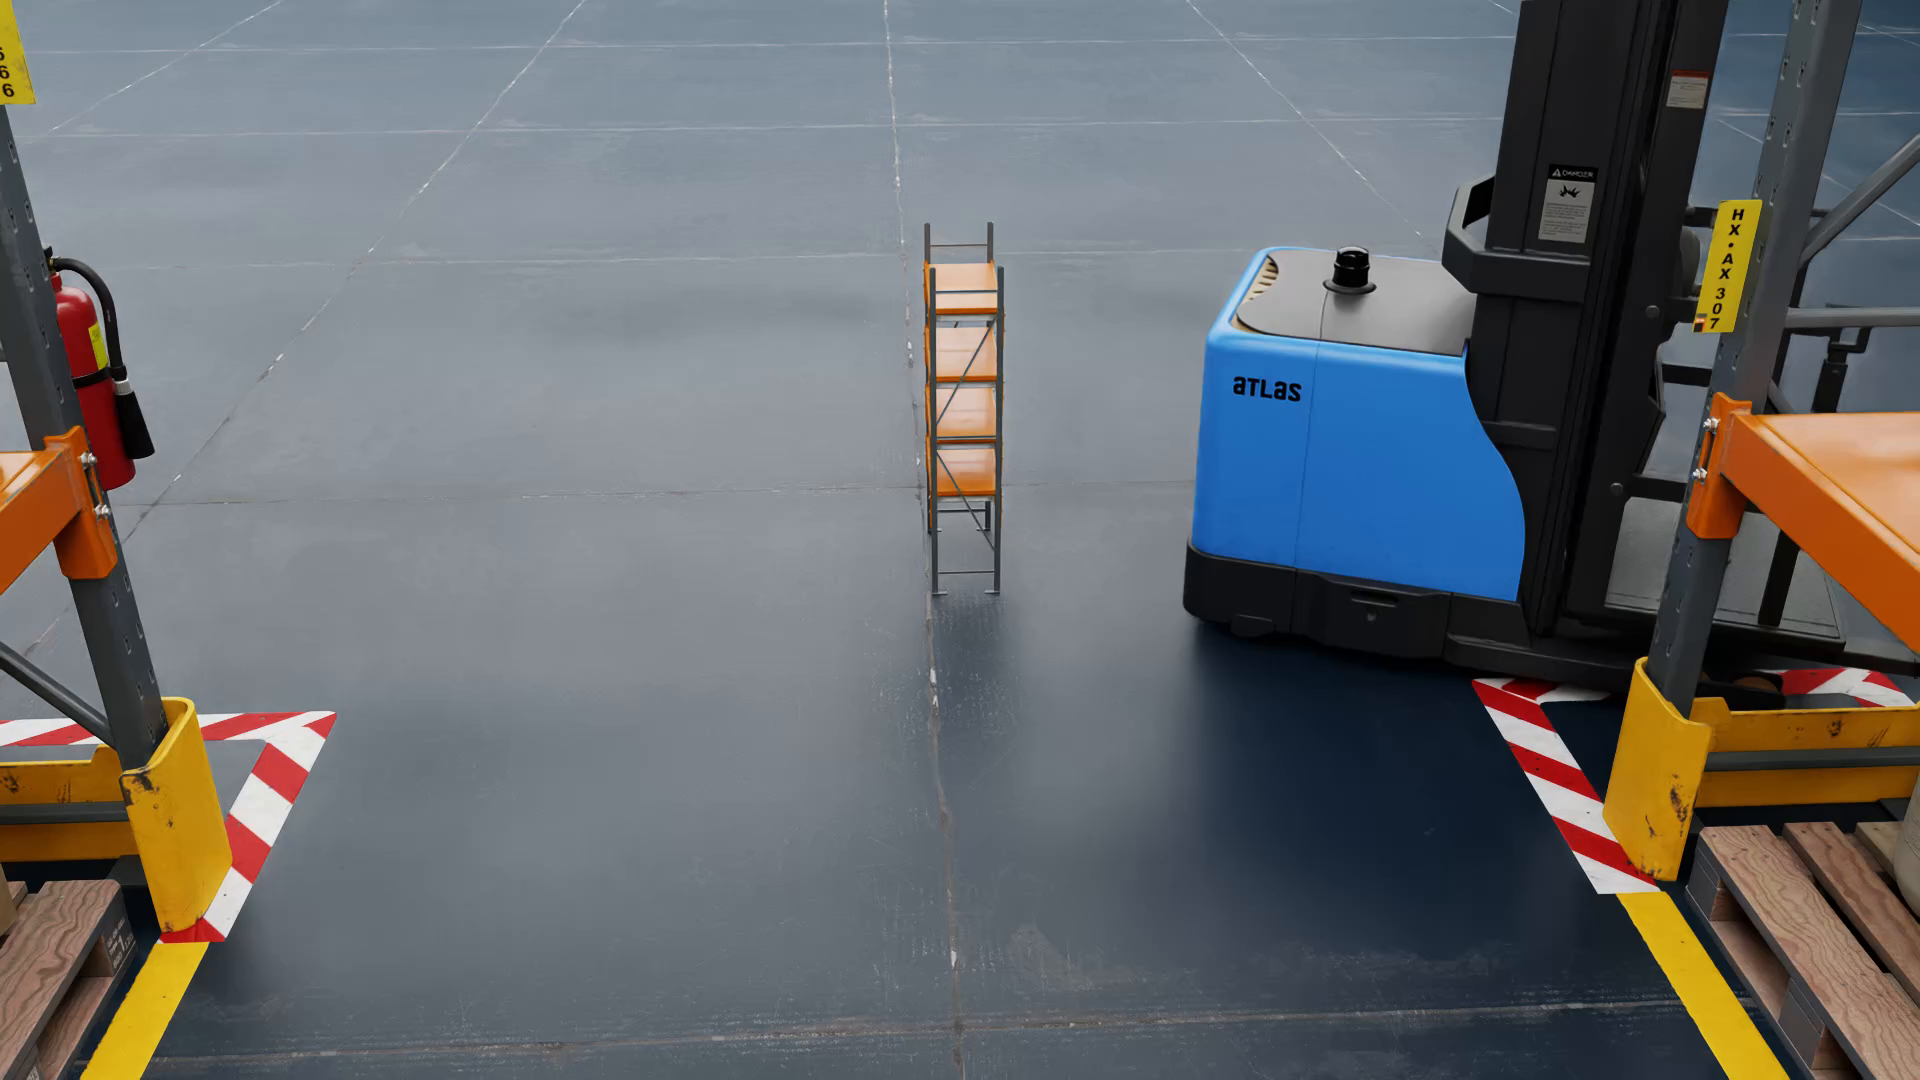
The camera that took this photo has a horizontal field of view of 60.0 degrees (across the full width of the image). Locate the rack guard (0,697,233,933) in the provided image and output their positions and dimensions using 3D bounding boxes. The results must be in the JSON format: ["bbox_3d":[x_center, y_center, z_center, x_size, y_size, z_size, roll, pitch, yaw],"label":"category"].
[{"bbox_3d":[-2.572,0.727,4.315,1.175,0.500,0.348,-1,28,-3],"label":"rack guard"}]

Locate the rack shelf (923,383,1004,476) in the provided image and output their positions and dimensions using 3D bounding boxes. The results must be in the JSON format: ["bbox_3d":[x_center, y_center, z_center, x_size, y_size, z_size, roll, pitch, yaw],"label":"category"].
[{"bbox_3d":[0.009,-0.396,5.857,0.258,0.148,0.480,-1,28,-3],"label":"rack shelf"}]

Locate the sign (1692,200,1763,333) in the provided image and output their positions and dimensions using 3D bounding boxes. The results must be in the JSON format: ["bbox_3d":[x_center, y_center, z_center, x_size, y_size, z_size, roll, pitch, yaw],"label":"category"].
[{"bbox_3d":[1.821,-0.647,3.948,0.100,0.325,0.005,-1,28,-3],"label":"sign"}]

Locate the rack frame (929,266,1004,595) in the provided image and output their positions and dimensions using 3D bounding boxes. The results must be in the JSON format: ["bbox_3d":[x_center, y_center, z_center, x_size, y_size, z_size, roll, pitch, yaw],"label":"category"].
[{"bbox_3d":[0.021,-0.343,5.610,0.240,1.200,0.015,-1,28,-3],"label":"rack frame"}]

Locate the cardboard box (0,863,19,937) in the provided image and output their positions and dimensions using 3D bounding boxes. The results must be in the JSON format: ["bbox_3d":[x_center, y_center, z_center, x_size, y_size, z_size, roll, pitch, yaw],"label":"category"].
[{"bbox_3d":[-2.560,0.795,3.732,0.500,0.500,0.500,4,28,7],"label":"cardboard box"}]

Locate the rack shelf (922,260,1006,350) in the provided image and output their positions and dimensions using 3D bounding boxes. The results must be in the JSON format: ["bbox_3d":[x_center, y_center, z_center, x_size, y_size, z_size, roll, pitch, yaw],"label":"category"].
[{"bbox_3d":[0.009,-0.804,5.644,0.258,0.148,0.480,-1,28,-3],"label":"rack shelf"}]

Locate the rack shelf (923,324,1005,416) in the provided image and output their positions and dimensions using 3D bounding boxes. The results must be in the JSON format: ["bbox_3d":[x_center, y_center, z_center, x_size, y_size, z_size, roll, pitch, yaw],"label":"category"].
[{"bbox_3d":[0.009,-0.594,5.754,0.258,0.148,0.480,-1,28,-3],"label":"rack shelf"}]

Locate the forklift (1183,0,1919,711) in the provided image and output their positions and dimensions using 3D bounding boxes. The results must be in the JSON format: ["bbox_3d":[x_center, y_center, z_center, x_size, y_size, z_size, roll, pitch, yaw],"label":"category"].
[{"bbox_3d":[2.334,-0.986,4.970,3.031,2.935,1.130,9,29,17],"label":"forklift"}]

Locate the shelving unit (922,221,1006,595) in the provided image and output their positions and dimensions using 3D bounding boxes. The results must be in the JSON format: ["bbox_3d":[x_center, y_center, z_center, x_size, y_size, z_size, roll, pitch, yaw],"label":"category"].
[{"bbox_3d":[0.009,-0.456,5.826,0.258,1.200,0.503,-1,28,-3],"label":"shelving unit"}]

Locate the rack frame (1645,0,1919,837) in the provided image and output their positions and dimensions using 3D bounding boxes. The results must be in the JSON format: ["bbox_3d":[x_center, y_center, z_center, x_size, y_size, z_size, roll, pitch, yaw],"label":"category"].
[{"bbox_3d":[2.370,-0.536,4.034,1.000,3.000,0.127,-1,28,-3],"label":"rack frame"}]

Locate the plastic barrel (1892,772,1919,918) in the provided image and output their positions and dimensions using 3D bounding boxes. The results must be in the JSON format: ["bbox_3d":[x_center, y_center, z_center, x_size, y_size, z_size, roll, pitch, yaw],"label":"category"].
[{"bbox_3d":[2.481,0.683,3.933,0.421,0.512,0.421,0,28,0],"label":"plastic barrel"}]

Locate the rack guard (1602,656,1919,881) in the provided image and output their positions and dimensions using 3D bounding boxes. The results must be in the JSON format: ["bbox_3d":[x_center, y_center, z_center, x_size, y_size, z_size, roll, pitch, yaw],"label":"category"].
[{"bbox_3d":[2.421,0.607,4.547,1.175,0.500,0.348,-1,28,-3],"label":"rack guard"}]

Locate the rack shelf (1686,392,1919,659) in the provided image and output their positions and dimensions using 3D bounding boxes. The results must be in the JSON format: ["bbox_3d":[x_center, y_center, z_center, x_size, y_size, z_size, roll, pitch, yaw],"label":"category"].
[{"bbox_3d":[2.475,0.707,2.429,1.077,0.370,4.000,-1,28,-3],"label":"rack shelf"}]

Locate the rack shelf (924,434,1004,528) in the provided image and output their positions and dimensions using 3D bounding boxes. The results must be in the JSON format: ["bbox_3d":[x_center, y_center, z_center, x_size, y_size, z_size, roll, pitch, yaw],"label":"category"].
[{"bbox_3d":[0.009,-0.220,5.949,0.258,0.148,0.480,-1,28,-3],"label":"rack shelf"}]

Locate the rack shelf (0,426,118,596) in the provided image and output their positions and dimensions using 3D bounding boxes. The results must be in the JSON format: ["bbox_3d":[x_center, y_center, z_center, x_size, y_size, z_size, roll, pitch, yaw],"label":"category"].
[{"bbox_3d":[-2.472,0.826,2.200,1.077,0.370,4.000,-1,28,-3],"label":"rack shelf"}]

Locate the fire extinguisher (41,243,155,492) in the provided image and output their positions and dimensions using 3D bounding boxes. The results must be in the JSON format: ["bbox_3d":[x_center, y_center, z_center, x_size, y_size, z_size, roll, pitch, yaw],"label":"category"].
[{"bbox_3d":[-2.122,-0.446,3.945,0.296,0.674,0.183,-1,28,-3],"label":"fire extinguisher"}]

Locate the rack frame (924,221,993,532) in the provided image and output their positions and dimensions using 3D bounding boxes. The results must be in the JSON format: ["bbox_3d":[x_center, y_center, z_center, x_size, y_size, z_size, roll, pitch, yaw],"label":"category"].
[{"bbox_3d":[-0.004,-0.568,6.042,0.240,1.200,0.015,-1,28,-3],"label":"rack frame"}]

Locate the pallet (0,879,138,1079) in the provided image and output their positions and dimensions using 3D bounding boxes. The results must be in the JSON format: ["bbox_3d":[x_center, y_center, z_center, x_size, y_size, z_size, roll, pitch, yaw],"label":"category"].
[{"bbox_3d":[-2.565,1.231,3.661,1.003,0.211,1.213,-1,28,-3],"label":"pallet"}]

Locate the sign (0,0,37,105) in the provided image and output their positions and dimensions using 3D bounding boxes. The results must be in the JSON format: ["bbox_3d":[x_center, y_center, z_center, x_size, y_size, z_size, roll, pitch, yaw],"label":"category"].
[{"bbox_3d":[-2.021,-1.074,3.471,0.100,0.325,0.005,-1,28,-3],"label":"sign"}]

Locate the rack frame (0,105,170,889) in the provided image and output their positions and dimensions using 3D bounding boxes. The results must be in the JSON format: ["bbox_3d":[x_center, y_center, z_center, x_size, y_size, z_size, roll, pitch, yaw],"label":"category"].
[{"bbox_3d":[-2.576,-0.416,3.804,1.000,3.000,0.127,-1,28,-3],"label":"rack frame"}]

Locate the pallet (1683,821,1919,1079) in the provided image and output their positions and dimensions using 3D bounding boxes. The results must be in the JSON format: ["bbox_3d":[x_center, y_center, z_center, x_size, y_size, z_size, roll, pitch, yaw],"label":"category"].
[{"bbox_3d":[2.458,1.110,3.894,1.003,0.211,1.213,-1,28,-3],"label":"pallet"}]
